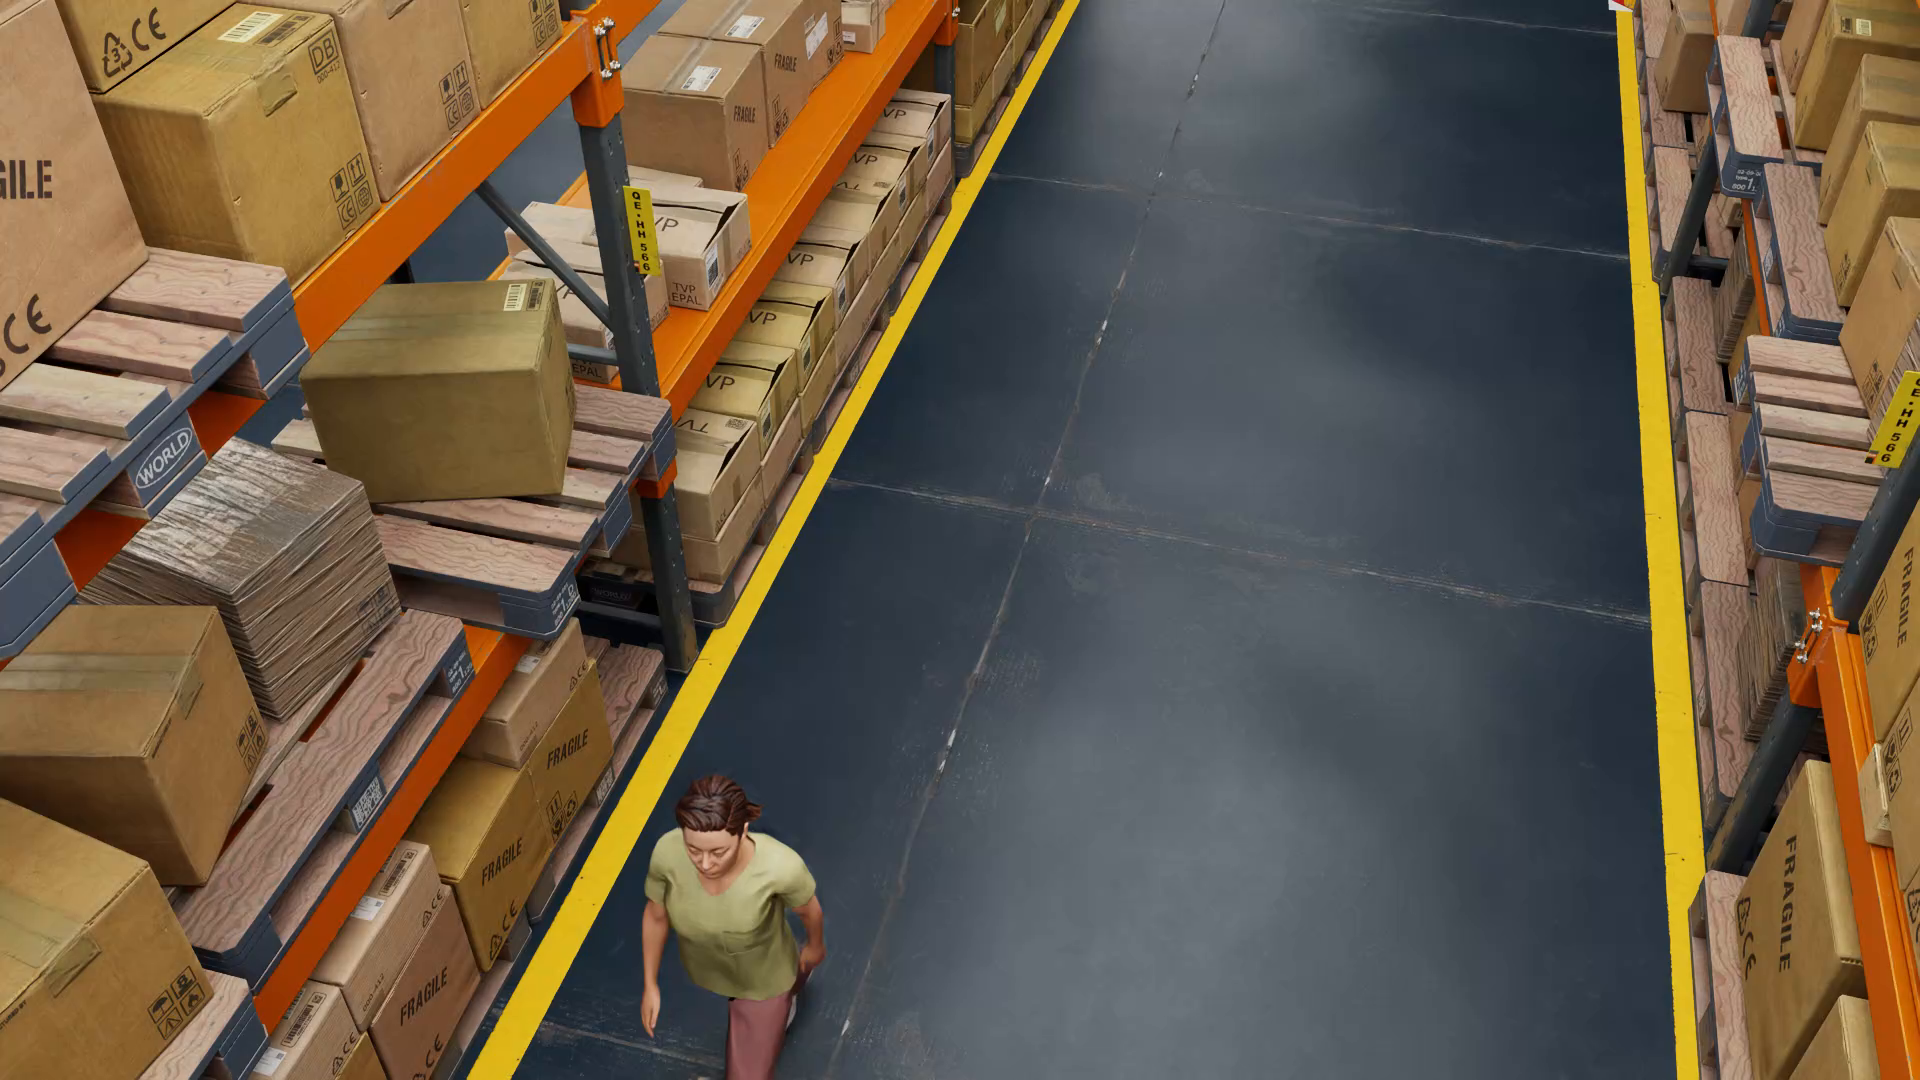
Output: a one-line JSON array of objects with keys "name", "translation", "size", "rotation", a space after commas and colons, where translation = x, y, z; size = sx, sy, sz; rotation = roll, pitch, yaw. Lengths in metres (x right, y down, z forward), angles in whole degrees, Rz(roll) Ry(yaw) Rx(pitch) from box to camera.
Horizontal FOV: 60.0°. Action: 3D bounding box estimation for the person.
[{"name": "person", "translation": [-0.652, 1.225, 4.754], "size": [0.460, 1.601, 1.116], "rotation": [13, 43, 14]}]
